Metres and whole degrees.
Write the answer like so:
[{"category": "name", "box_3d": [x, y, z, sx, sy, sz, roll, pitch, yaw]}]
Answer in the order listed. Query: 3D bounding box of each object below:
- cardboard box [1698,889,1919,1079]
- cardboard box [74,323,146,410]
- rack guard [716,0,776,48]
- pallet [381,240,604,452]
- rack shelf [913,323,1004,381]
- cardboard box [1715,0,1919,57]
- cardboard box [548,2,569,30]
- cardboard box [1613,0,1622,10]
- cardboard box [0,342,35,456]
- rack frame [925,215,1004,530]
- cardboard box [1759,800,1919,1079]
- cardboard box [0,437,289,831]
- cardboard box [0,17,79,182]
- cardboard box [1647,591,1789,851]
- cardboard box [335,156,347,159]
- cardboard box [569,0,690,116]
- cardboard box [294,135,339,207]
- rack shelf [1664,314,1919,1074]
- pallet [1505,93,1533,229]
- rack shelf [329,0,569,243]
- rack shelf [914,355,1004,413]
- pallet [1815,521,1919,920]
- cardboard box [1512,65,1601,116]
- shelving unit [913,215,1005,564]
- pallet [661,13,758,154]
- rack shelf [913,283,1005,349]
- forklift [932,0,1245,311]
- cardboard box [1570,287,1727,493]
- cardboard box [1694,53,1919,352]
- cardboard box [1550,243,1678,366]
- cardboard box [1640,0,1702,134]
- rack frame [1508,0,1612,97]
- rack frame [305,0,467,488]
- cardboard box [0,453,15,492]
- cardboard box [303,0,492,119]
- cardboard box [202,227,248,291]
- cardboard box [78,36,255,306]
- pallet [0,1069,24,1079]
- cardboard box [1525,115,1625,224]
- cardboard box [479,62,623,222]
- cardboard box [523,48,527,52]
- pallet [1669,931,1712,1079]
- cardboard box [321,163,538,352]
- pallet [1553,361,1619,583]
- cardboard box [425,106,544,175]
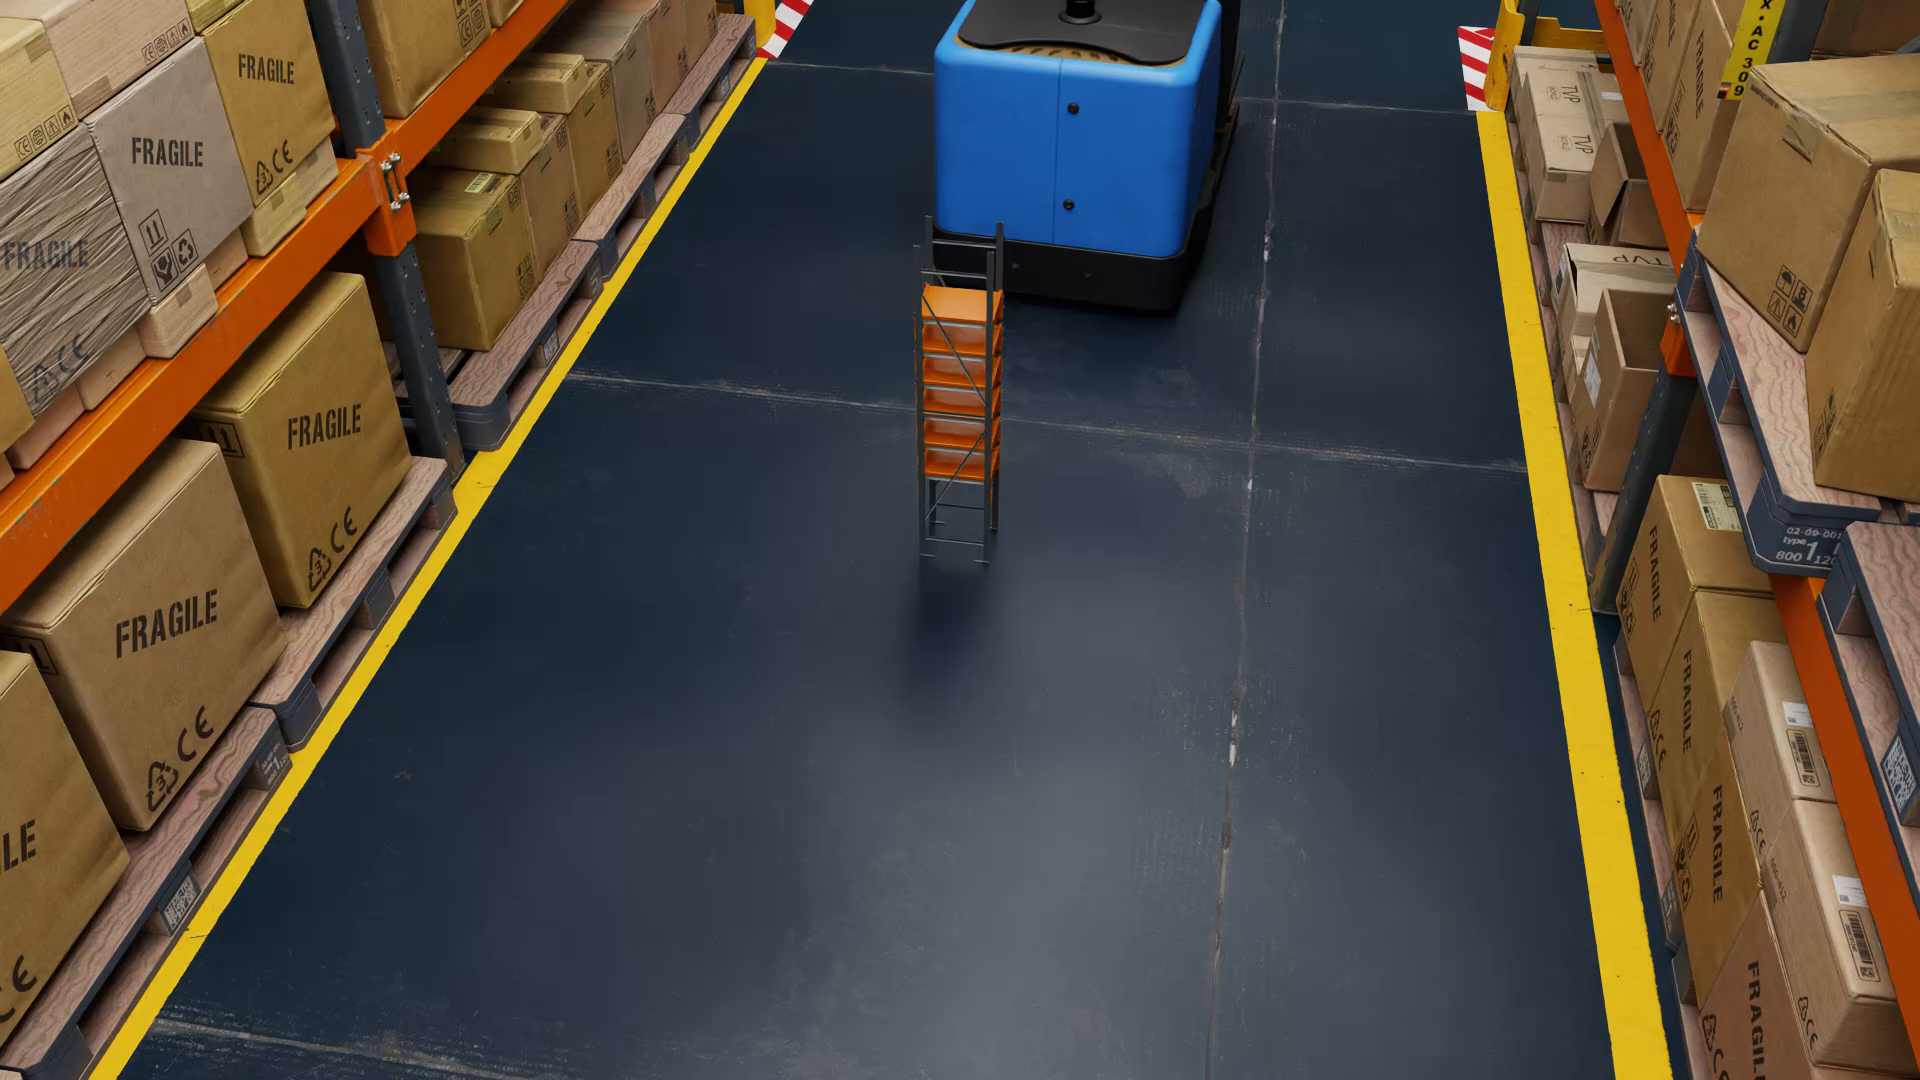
[{"category": "cardboard box", "box_3d": [1.990, 1.141, 3.632, 0.500, 0.500, 0.500, 5, 40, 6]}, {"category": "cardboard box", "box_3d": [-2.288, -0.470, 4.146, 0.380, 0.149, 0.250, 6, 40, 8]}, {"category": "rack guard", "box_3d": [-1.607, -3.001, 8.988, 1.175, 0.500, 0.348, 6, 40, 8]}, {"category": "pallet", "box_3d": [-2.094, -0.833, 6.592, 1.003, 0.211, 1.213, 6, 40, 8]}, {"category": "rack shelf", "box_3d": [-0.002, -0.604, 5.232, 0.258, 0.103, 0.180, 6, 40, 8]}, {"category": "cardboard box", "box_3d": [2.409, -1.665, 4.547, 0.500, 0.500, 0.500, 7, 40, 8]}, {"category": "cardboard box", "box_3d": [-1.983, -2.413, 7.438, 0.380, 0.149, 0.250, 7, 40, 8]}, {"category": "cardboard box", "box_3d": [2.670, -2.242, 6.029, 0.500, 0.500, 0.500, 7, 40, 8]}, {"category": "cardboard box", "box_3d": [-2.390, -0.333, 3.471, 0.500, 0.500, 0.500, 7, 40, 9]}, {"category": "rack frame", "box_3d": [0.013, -0.511, 5.426, 0.240, 1.200, 0.006, 6, 40, 8]}, {"category": "cardboard box", "box_3d": [1.993, 0.829, 3.422, 0.500, 0.250, 0.500, 6, 40, 7]}, {"category": "cardboard box", "box_3d": [-2.438, 0.208, 4.502, 0.750, 0.750, 0.750, 8, 40, 9]}, {"category": "cardboard box", "box_3d": [-2.318, -0.928, 3.602, 0.500, 0.250, 0.500, 7, 40, 9]}, {"category": "cardboard box", "box_3d": [2.171, 0.511, 4.394, 0.500, 0.500, 0.500, 7, 40, 8]}, {"category": "cardboard box", "box_3d": [-2.293, -1.277, 6.063, 0.380, 0.149, 0.250, 6, 40, 7]}, {"category": "cardboard box", "box_3d": [-1.720, -2.384, 7.911, 0.700, 0.500, 0.500, 6, 40, 8]}, {"category": "cardboard box", "box_3d": [-2.083, -1.107, 4.916, 0.380, 0.149, 0.250, 7, 40, 8]}, {"category": "rack shelf", "box_3d": [2.230, 0.637, 3.190, 1.077, 0.370, 4.000, 6, 40, 8]}, {"category": "pallet", "box_3d": [3.119, -1.783, 7.741, 1.003, 0.211, 1.213, 6, 40, 8]}, {"category": "rack shelf", "box_3d": [-1.957, -2.417, 6.884, 1.077, 0.370, 4.000, 6, 40, 8]}, {"category": "rack shelf", "box_3d": [-0.002, -0.512, 5.309, 0.258, 0.103, 0.180, 6, 40, 8]}, {"category": "pallet", "box_3d": [2.216, 0.468, 2.980, 1.003, 0.211, 1.213, 6, 40, 8]}, {"category": "cardboard box", "box_3d": [2.814, -2.101, 7.816, 0.380, 0.166, 0.250, 6, 40, 8]}, {"category": "shelving unit", "box_3d": [-0.002, -0.453, 5.357, 0.258, 1.200, 0.189, 6, 40, 8]}, {"category": "pallet", "box_3d": [-1.672, -2.364, 8.444, 1.003, 0.211, 1.213, 6, 40, 8]}, {"category": "rack shelf", "box_3d": [-0.002, -0.697, 5.156, 0.258, 0.103, 0.180, 6, 40, 8]}, {"category": "forklift", "box_3d": [0.739, -3.009, 7.090, 1.130, 2.935, 3.031, 9, 40, 11]}, {"category": "cardboard box", "box_3d": [2.396, -0.490, 5.605, 0.500, 0.500, 0.500, 6, 40, 8]}, {"category": "cardboard box", "box_3d": [2.274, -0.823, 3.983, 0.700, 0.500, 0.500, -6, 40, -7]}, {"category": "cardboard box", "box_3d": [2.525, -0.888, 6.235, 0.500, 0.311, 0.500, 6, 40, 8]}, {"category": "cardboard box", "box_3d": [2.498, -1.599, 5.252, 0.500, 0.500, 0.500, 7, 40, 9]}, {"category": "rack frame", "box_3d": [3.269, -3.406, 7.515, 1.000, 3.000, 0.127, 6, 40, 8]}, {"category": "rack frame", "box_3d": [-2.303, -1.439, 5.137, 1.000, 3.000, 0.127, 6, 40, 8]}, {"category": "cardboard box", "box_3d": [-2.403, -0.149, 3.757, 0.380, 0.149, 0.250, 8, 40, 9]}, {"category": "cardboard box", "box_3d": [-2.193, -1.893, 5.451, 0.980, 0.700, 0.700, 7, 40, 8]}, {"category": "cardboard box", "box_3d": [-2.192, -0.788, 4.531, 0.380, 0.149, 0.250, 8, 40, 9]}, {"category": "cardboard box", "box_3d": [-2.213, -0.961, 4.231, 0.500, 0.500, 0.500, 7, 40, 8]}, {"category": "pallet", "box_3d": [-2.785, 1.659, 3.577, 1.003, 0.211, 1.213, 6, 40, 8]}, {"category": "cardboard box", "box_3d": [2.722, -1.578, 7.117, 0.500, 0.250, 0.500, 6, 40, 8]}, {"category": "cardboard box", "box_3d": [-1.891, -1.732, 7.123, 0.700, 0.500, 0.500, 7, 40, 9]}, {"category": "cardboard box", "box_3d": [-2.071, -2.093, 7.051, 0.380, 0.149, 0.250, 6, 40, 7]}, {"category": "pallet", "box_3d": [2.264, 1.462, 3.816, 1.003, 0.211, 1.213, 6, 40, 8]}, {"category": "cardboard box", "box_3d": [-2.073, -1.096, 6.353, 0.700, 0.500, 0.500, 7, 40, 8]}, {"category": "pallet", "box_3d": [2.696, -0.251, 5.889, 1.003, 0.211, 1.213, 6, 40, 8]}, {"category": "cardboard box", "box_3d": [-1.834, -1.540, 6.382, 0.380, 0.149, 0.250, 8, 40, 9]}]
